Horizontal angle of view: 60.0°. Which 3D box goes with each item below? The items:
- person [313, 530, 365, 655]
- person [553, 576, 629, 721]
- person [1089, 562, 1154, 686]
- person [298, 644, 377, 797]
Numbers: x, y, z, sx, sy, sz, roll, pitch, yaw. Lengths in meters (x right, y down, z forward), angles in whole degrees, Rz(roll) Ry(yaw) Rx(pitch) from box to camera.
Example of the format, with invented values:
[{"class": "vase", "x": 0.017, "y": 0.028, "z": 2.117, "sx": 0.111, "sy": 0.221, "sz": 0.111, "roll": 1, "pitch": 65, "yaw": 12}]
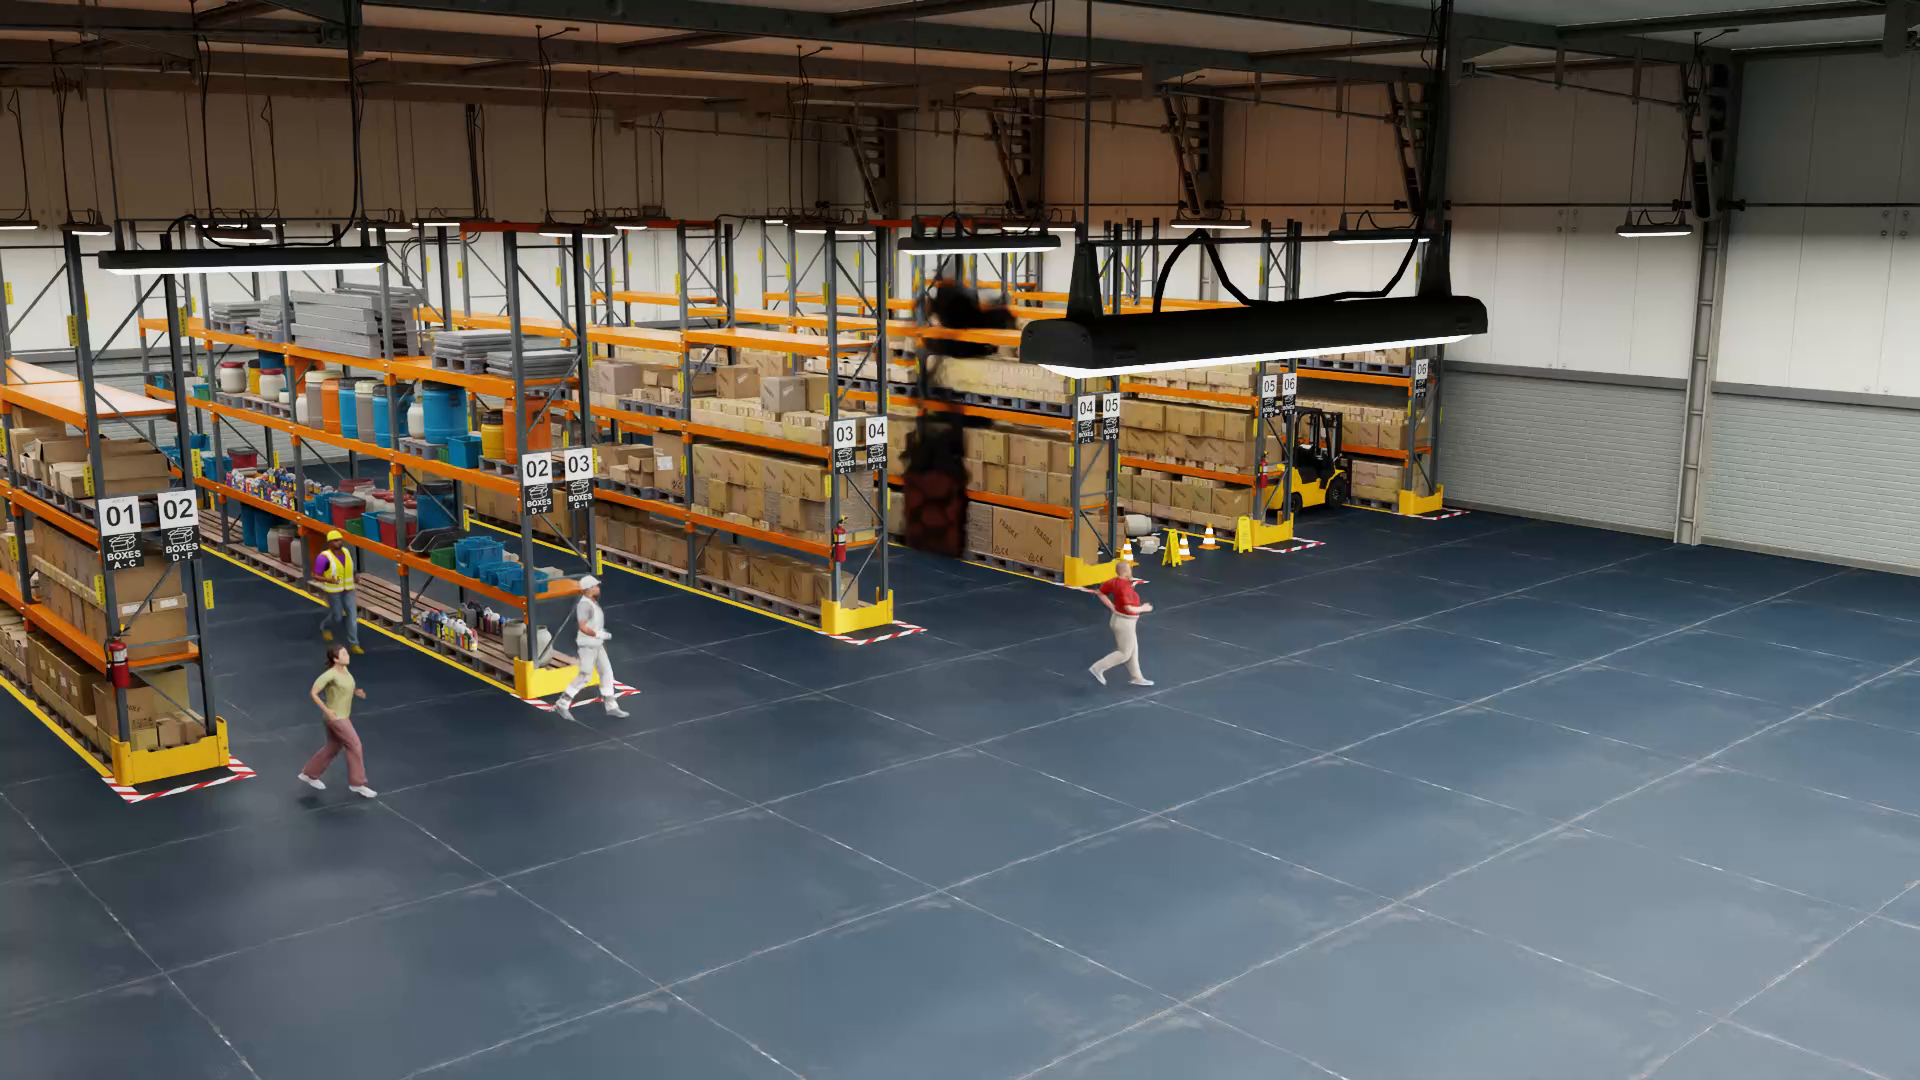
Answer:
[{"class": "person", "x": -8.872, "y": 0.729, "z": 23.762, "sx": 0.957, "sy": 1.762, "sz": 0.700, "roll": 10, "pitch": 15, "yaw": 39}, {"class": "person", "x": -4.596, "y": 1.326, "z": 20.720, "sx": 0.916, "sy": 1.771, "sz": 0.725, "roll": -1, "pitch": 11, "yaw": -4}, {"class": "person", "x": 2.135, "y": 1.130, "z": 21.908, "sx": 0.954, "sy": 1.725, "sz": 0.664, "roll": -3, "pitch": 12, "yaw": -15}, {"class": "person", "x": -6.776, "y": 1.943, "z": 17.996, "sx": 0.840, "sy": 1.703, "sz": 0.572, "roll": -1, "pitch": 11, "yaw": -7}]
